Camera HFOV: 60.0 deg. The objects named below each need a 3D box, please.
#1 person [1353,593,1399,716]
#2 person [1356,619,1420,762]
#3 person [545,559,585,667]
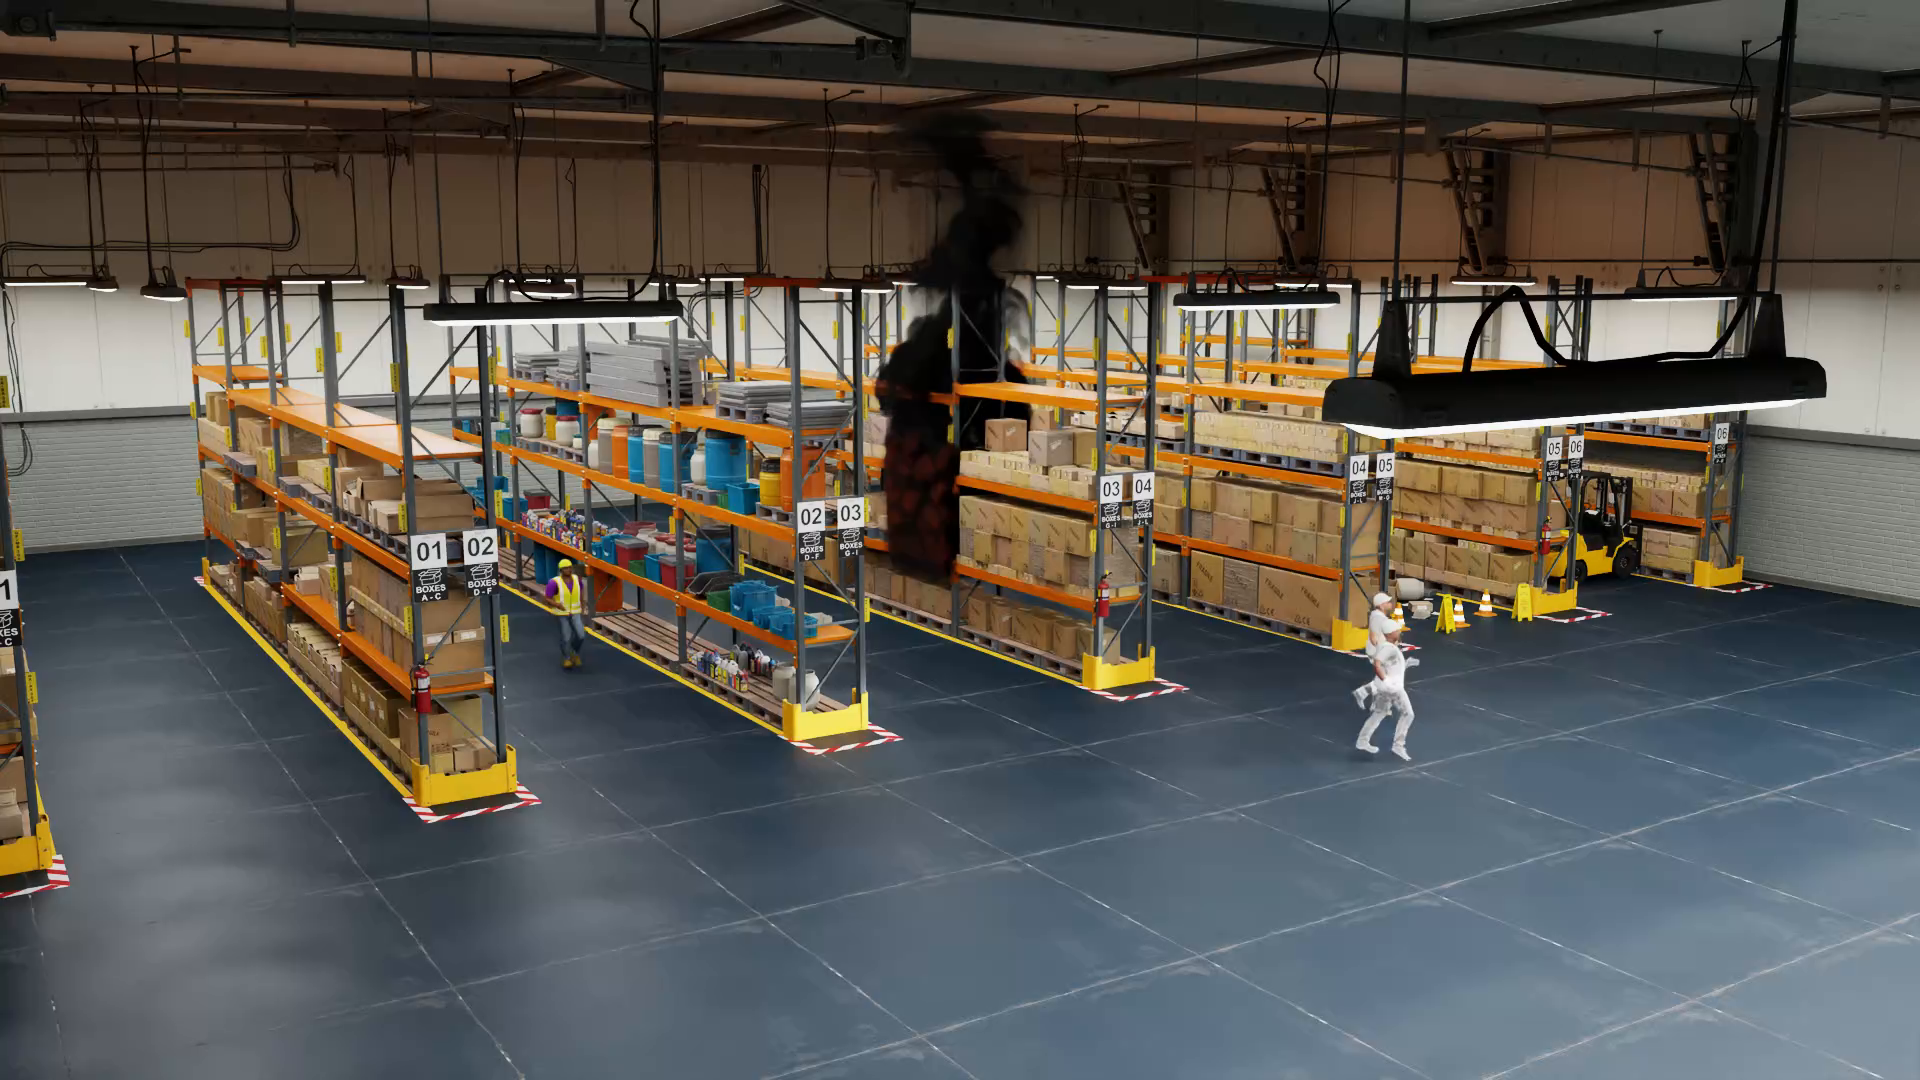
[{"bbox_3d":[5.838,1.597,23.306,0.644,1.753,0.649,1,10,8],"label":"person"},{"bbox_3d":[5.485,1.921,21.232,0.775,1.839,0.664,0,10,-2],"label":"person"},{"bbox_3d":[-6.097,1.155,25.883,0.694,1.738,0.621,-6,11,-32],"label":"person"}]
